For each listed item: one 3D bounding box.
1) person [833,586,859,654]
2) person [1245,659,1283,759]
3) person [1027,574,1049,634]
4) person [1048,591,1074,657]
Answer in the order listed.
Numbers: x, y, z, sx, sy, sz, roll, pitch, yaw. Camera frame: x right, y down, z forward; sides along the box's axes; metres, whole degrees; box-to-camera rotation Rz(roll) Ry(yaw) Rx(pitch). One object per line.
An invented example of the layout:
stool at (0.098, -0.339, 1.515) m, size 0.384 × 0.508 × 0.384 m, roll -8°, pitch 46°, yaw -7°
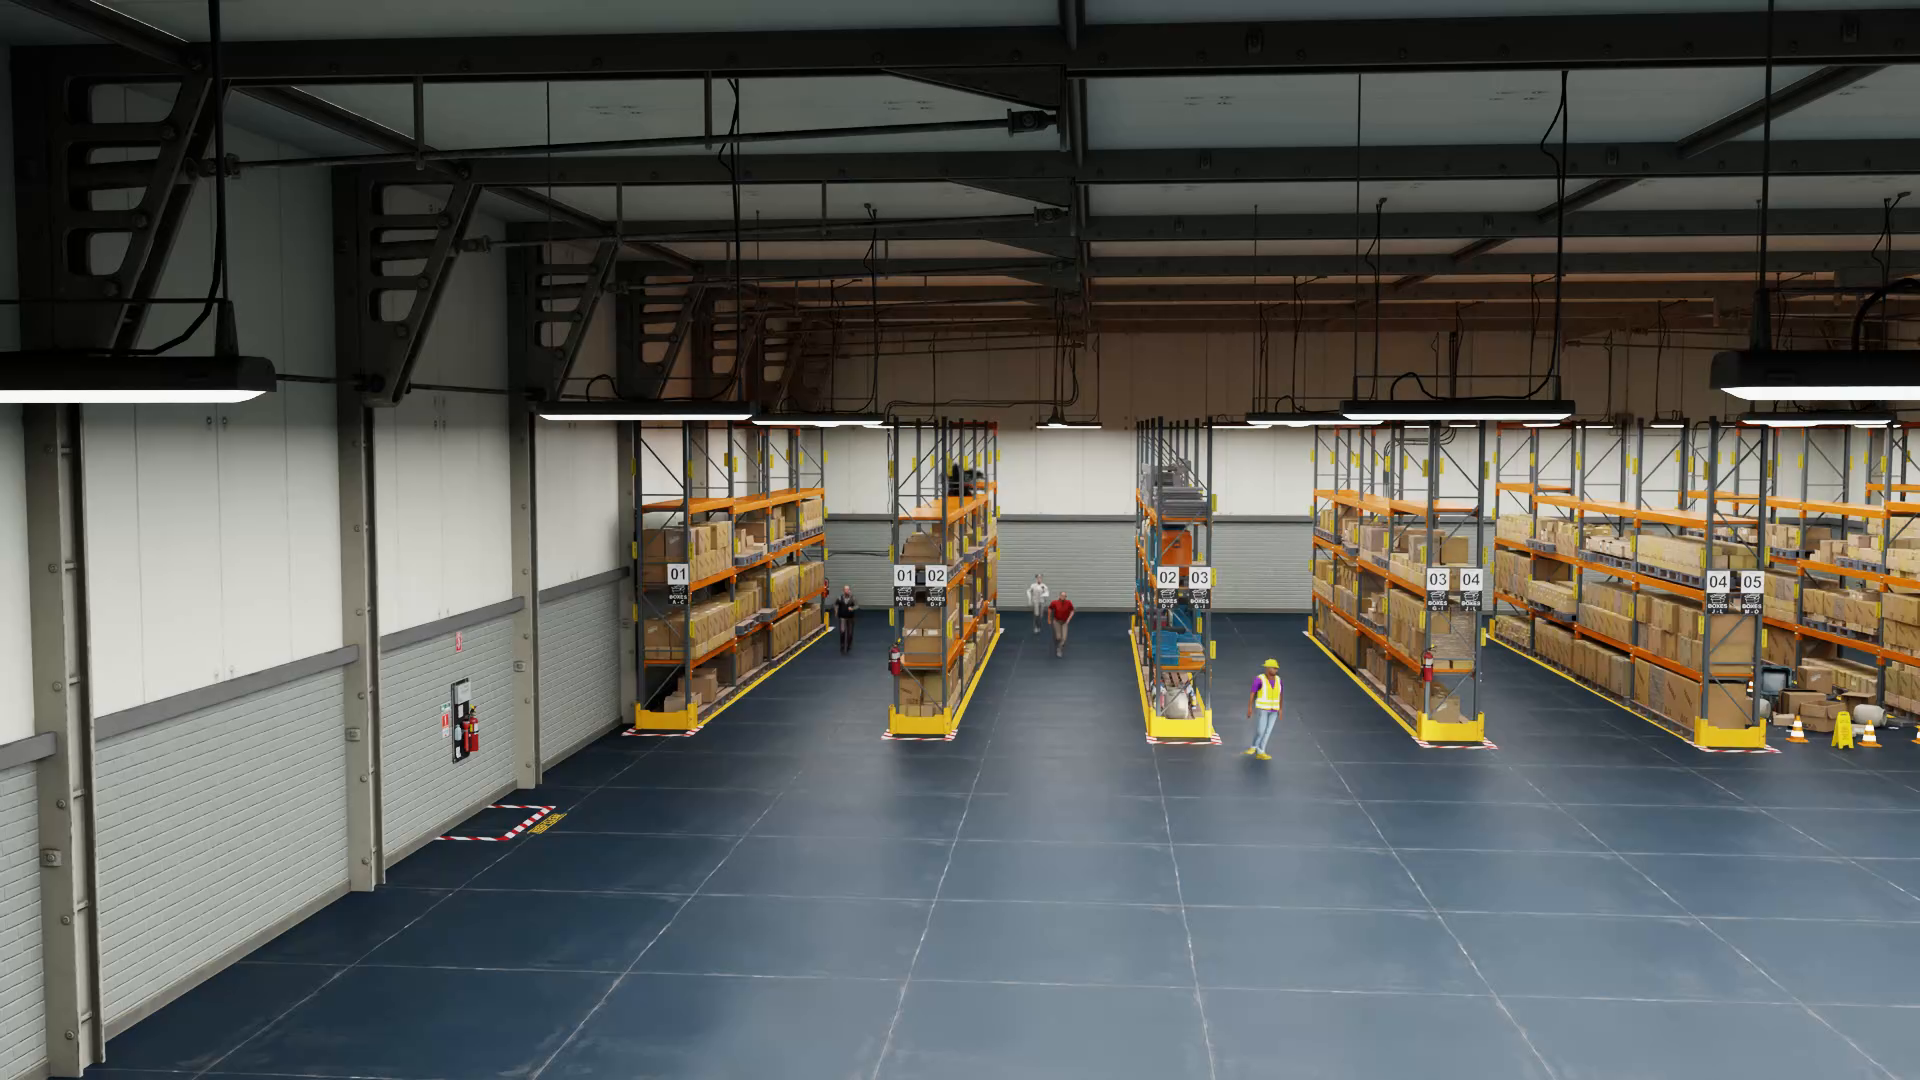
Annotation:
person at (-2.944, 2.061, 43.020) m, size 0.644 × 1.748 × 0.724 m, roll 0°, pitch 4°, yaw -6°
person at (5.305, 2.945, 28.986) m, size 0.672 × 1.750 × 0.456 m, roll -2°, pitch 4°, yaw -23°
person at (2.225, 1.809, 47.065) m, size 0.572 × 1.718 × 0.695 m, roll -1°, pitch 4°, yaw -10°
person at (2.578, 2.129, 42.467) m, size 0.652 × 1.666 × 0.680 m, roll -1°, pitch 4°, yaw -12°
